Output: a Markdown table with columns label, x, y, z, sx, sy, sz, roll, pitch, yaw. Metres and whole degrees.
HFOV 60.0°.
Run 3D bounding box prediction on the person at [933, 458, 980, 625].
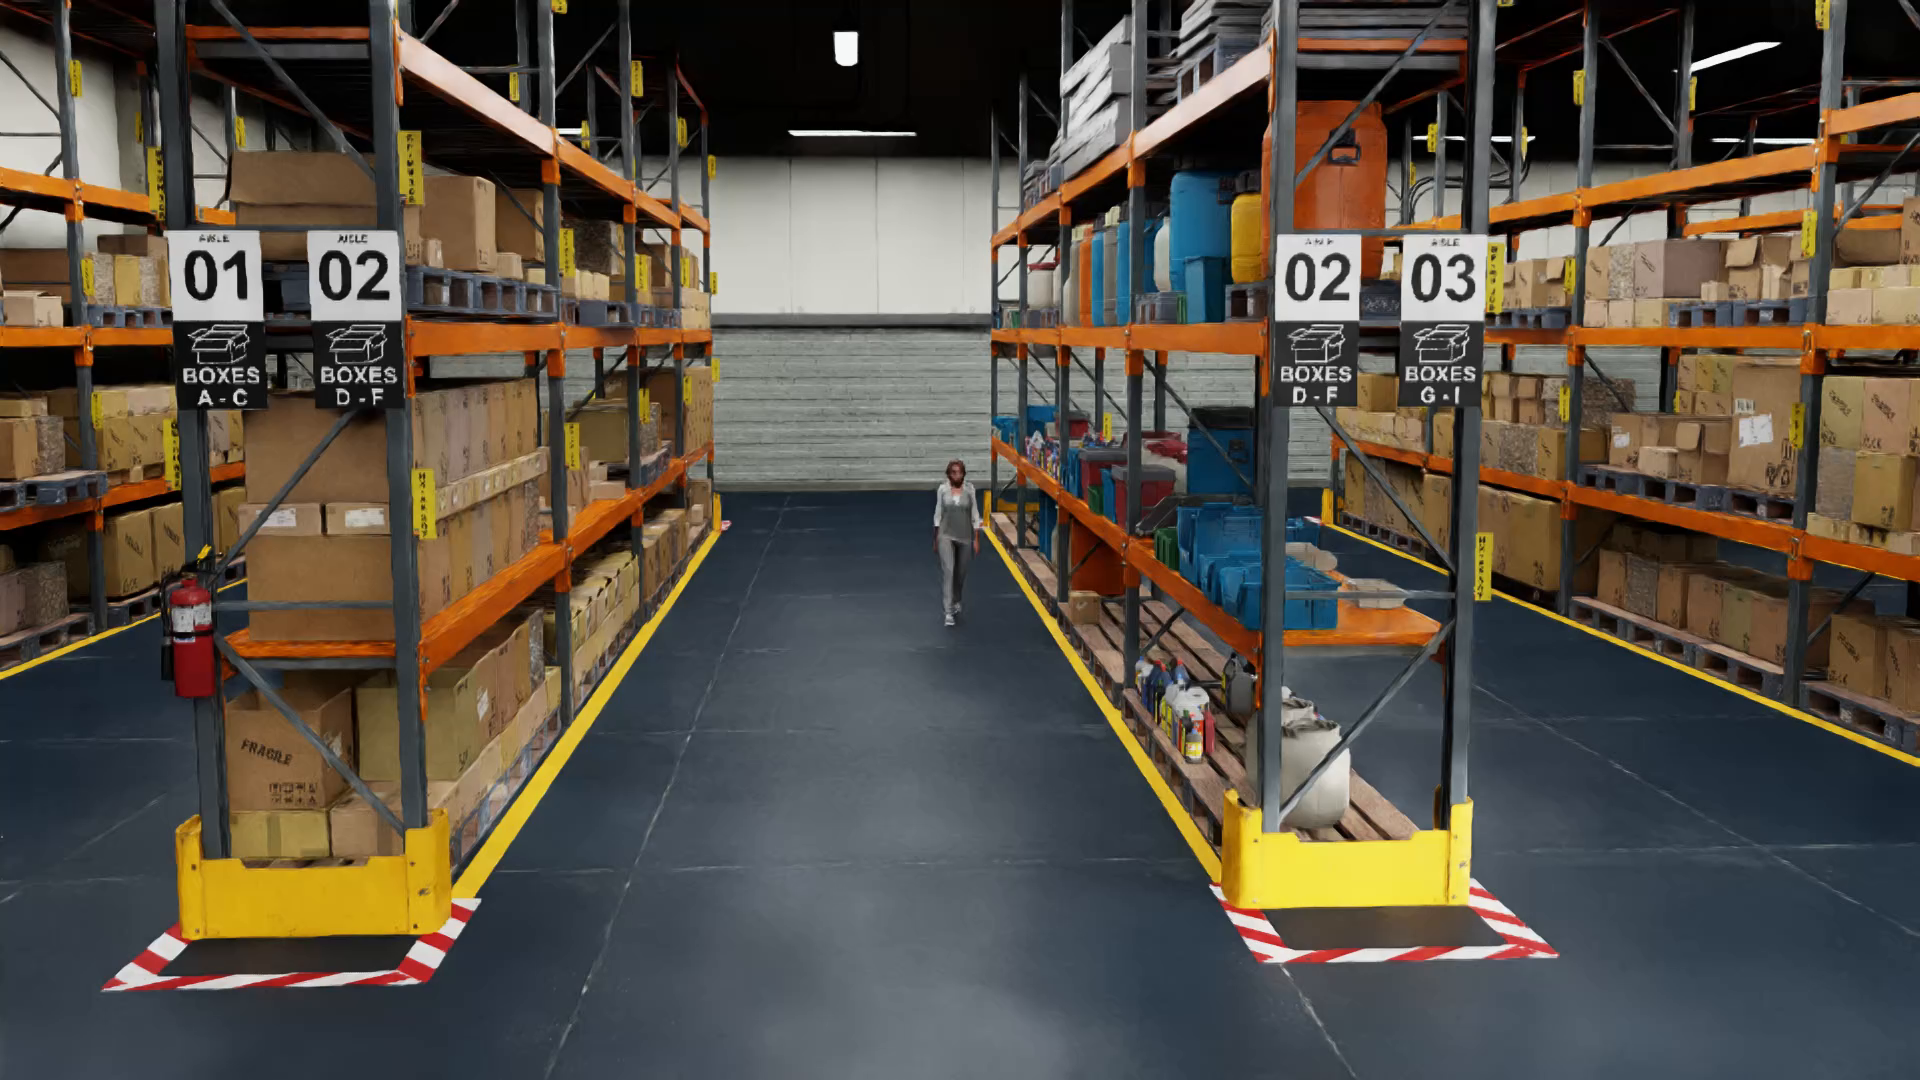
| label | x | y | z | sx | sy | sz | roll | pitch | yaw |
| --- | --- | --- | --- | --- | --- | --- | --- | --- | --- |
| person | -0.029 | -0.012 | 15.868 | 0.434 | 1.549 | 0.887 | -1 | 7 | -9 |
